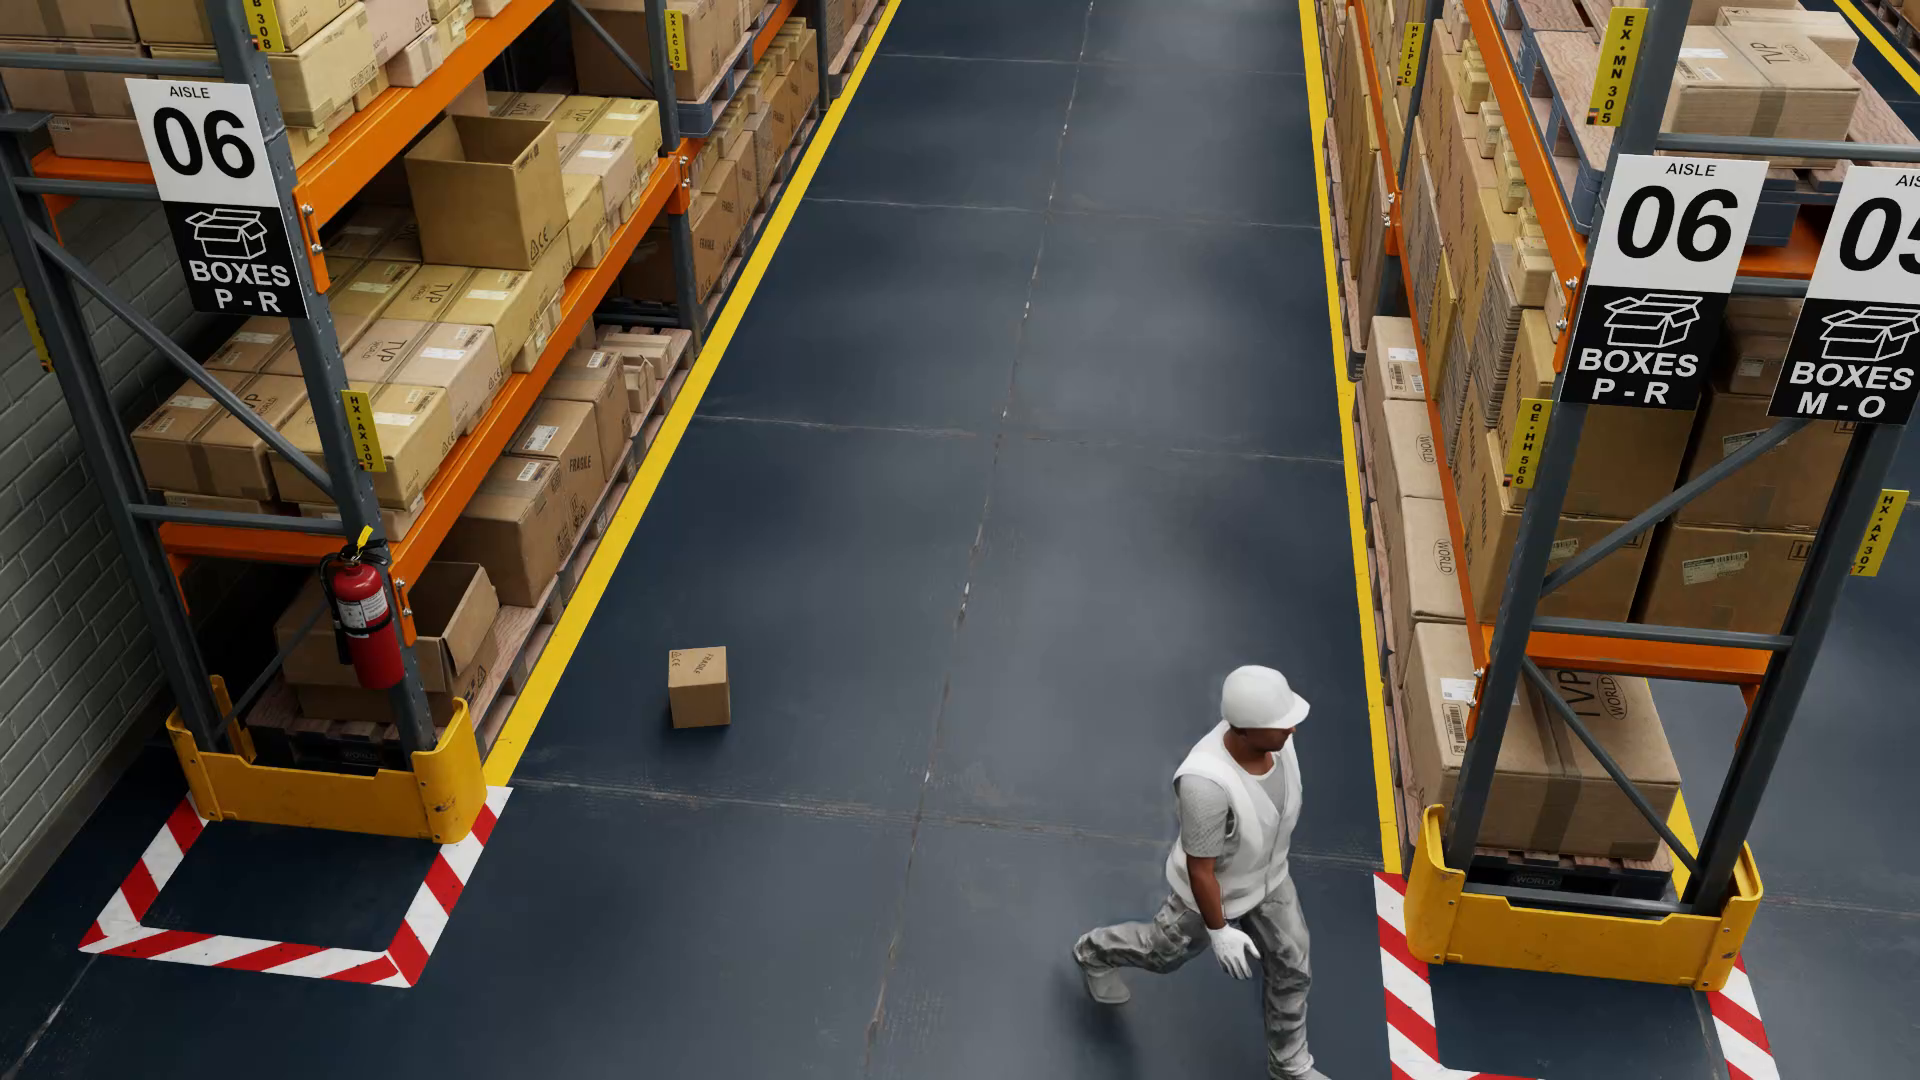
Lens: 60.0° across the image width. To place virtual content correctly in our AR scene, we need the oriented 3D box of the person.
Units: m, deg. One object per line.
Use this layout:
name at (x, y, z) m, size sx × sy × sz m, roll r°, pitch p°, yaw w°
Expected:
person at (0.878, 1.102, 5.494) m, size 0.538 × 1.735 × 1.078 m, roll -29°, pitch 45°, yaw -33°
